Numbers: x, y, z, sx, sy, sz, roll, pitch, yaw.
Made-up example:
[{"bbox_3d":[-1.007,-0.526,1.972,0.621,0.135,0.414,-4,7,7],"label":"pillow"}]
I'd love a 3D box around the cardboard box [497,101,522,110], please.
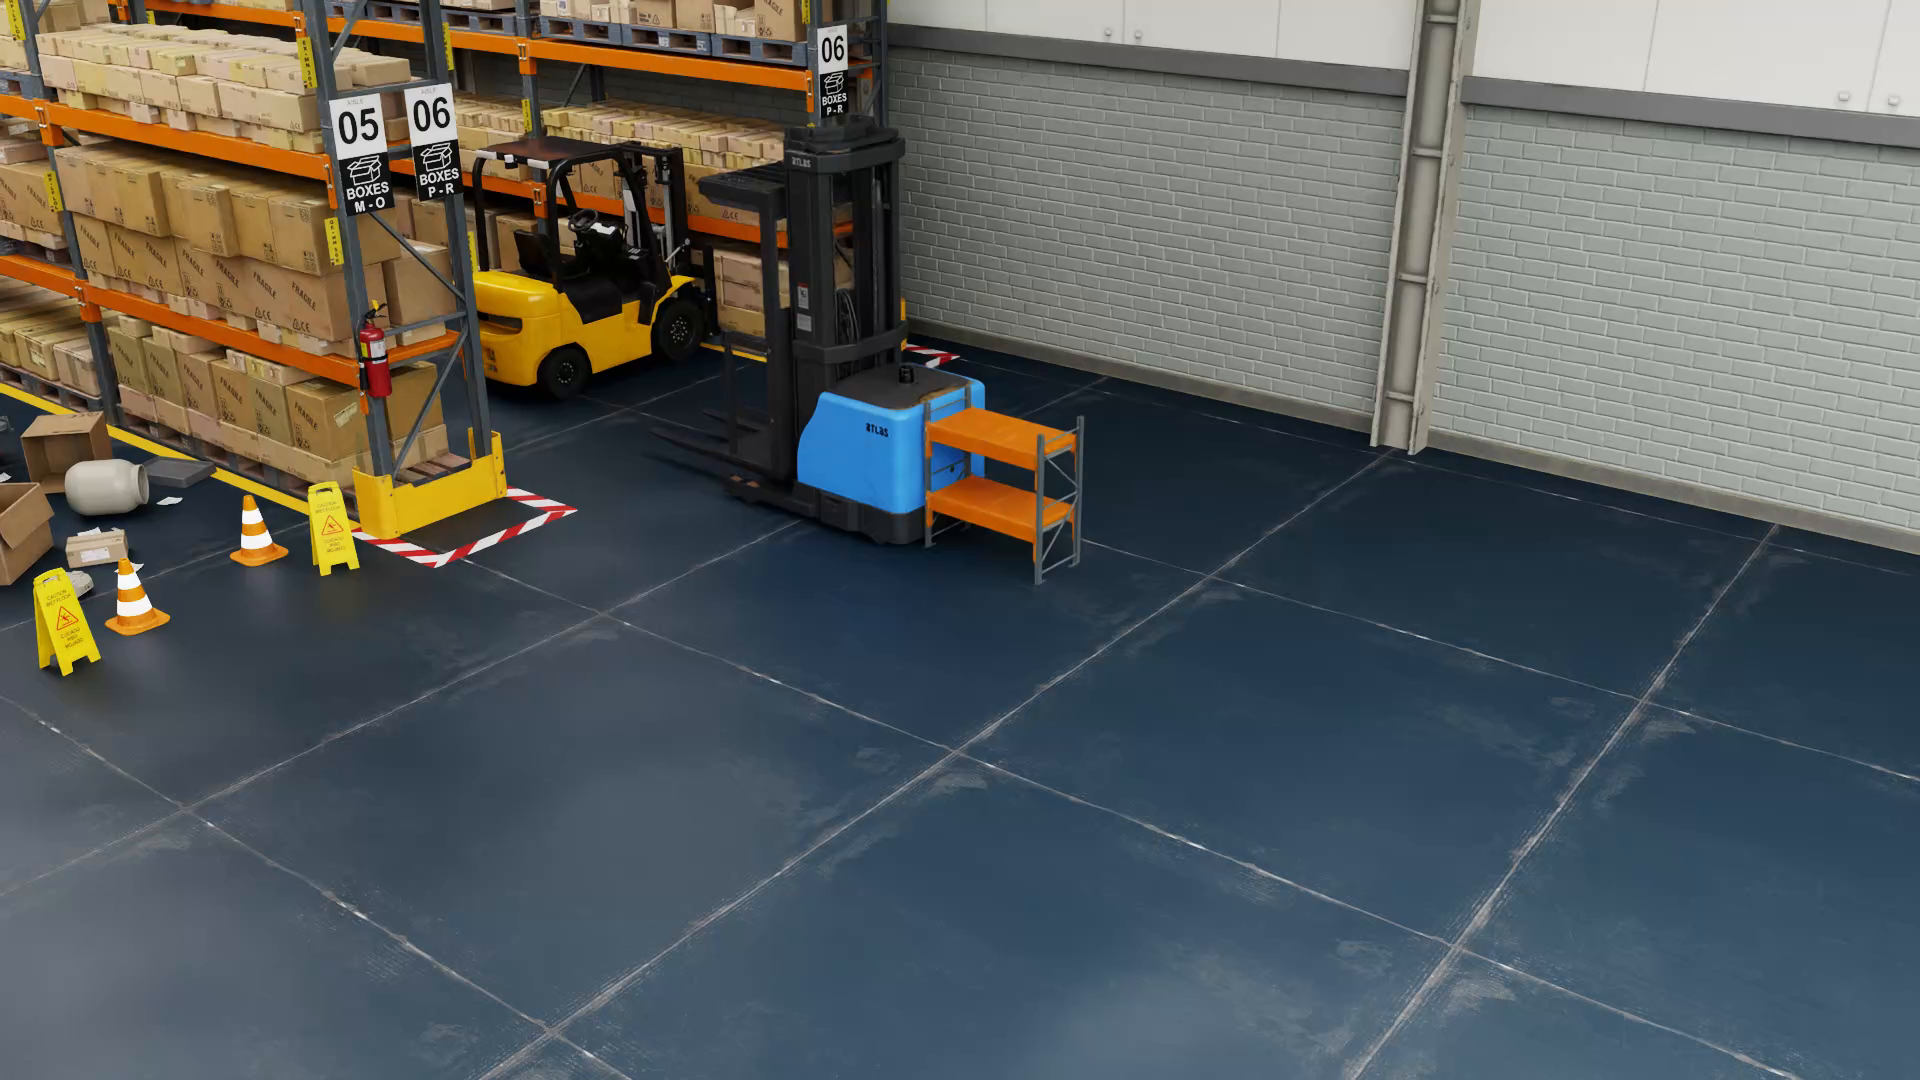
[{"bbox_3d":[-4.979,-4.839,18.734,0.250,0.149,0.380,16,29,33],"label":"cardboard box"}]

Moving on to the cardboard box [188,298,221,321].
[{"bbox_3d":[-5.905,-1.883,13.266,0.250,0.149,0.380,17,29,33],"label":"cardboard box"}]

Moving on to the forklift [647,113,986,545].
[{"bbox_3d":[-1.254,-1.777,12.799,3.031,2.935,1.130,18,30,36],"label":"forklift"}]

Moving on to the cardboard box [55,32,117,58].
[{"bbox_3d":[-6.920,-3.930,13.202,0.250,0.149,0.380,18,29,35],"label":"cardboard box"}]

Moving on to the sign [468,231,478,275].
[{"bbox_3d":[-3.675,-2.146,12.477,0.005,0.325,0.100,17,29,33],"label":"sign"}]

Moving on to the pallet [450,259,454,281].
[{"bbox_3d":[-5.821,-3.329,19.694,1.213,0.211,1.003,17,29,33],"label":"pallet"}]

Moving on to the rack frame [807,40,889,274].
[{"bbox_3d":[-1.027,-3.177,15.891,0.127,3.000,1.000,17,29,33],"label":"rack frame"}]

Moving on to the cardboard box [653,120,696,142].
[{"bbox_3d":[-2.862,-4.110,16.711,0.250,0.149,0.380,17,29,33],"label":"cardboard box"}]

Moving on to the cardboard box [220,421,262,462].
[{"bbox_3d":[-5.641,-0.870,13.544,0.500,0.250,0.500,16,28,31],"label":"cardboard box"}]

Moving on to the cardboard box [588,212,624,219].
[{"bbox_3d":[-3.718,-3.479,18.226,0.500,0.250,0.500,17,29,34],"label":"cardboard box"}]

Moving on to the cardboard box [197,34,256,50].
[{"bbox_3d":[-5.738,-3.866,13.058,0.250,0.149,0.380,17,29,34],"label":"cardboard box"}]

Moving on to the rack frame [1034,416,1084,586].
[{"bbox_3d":[0.694,-0.271,11.622,0.032,1.125,0.500,18,30,36],"label":"rack frame"}]

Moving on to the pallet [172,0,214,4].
[{"bbox_3d":[-9.317,-6.935,20.934,1.003,0.211,1.213,17,29,33],"label":"pallet"}]

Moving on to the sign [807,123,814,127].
[{"bbox_3d":[-1.363,-3.644,15.220,0.005,0.325,0.100,17,29,33],"label":"sign"}]

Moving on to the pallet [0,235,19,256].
[{"bbox_3d":[-8.794,-2.956,15.627,1.213,0.211,1.003,17,29,33],"label":"pallet"}]

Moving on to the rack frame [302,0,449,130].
[{"bbox_3d":[-4.001,-4.320,11.045,0.127,3.000,1.000,17,29,33],"label":"rack frame"}]

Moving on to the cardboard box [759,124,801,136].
[{"bbox_3d":[-1.765,-4.004,16.471,0.250,0.149,0.380,17,29,34],"label":"cardboard box"}]

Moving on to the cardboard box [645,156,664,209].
[{"bbox_3d":[-2.807,-3.627,16.789,0.500,0.500,0.500,17,29,34],"label":"cardboard box"}]

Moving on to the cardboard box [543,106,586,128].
[{"bbox_3d":[-4.150,-4.450,17.483,0.250,0.149,0.380,18,29,34],"label":"cardboard box"}]

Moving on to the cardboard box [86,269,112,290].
[{"bbox_3d":[-7.142,-2.247,14.093,0.250,0.149,0.380,17,29,33],"label":"cardboard box"}]

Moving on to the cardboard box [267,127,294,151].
[{"bbox_3d":[-4.673,-2.878,11.804,0.250,0.149,0.380,17,29,34],"label":"cardboard box"}]

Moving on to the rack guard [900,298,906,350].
[{"bbox_3d":[-1.007,-2.027,16.382,0.348,0.500,1.175,17,29,33],"label":"rack guard"}]

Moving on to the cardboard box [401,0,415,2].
[{"bbox_3d":[-5.907,-5.994,18.232,0.250,0.149,0.380,16,29,33],"label":"cardboard box"}]

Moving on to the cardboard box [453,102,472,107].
[{"bbox_3d":[-5.674,-4.797,18.640,0.250,0.149,0.380,17,29,34],"label":"cardboard box"}]

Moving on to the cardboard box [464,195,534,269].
[{"bbox_3d":[-5.268,-3.562,19.190,0.625,0.625,0.875,16,29,33],"label":"cardboard box"}]

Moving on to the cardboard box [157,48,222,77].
[{"bbox_3d":[-5.696,-3.544,12.326,0.250,0.149,0.380,18,29,35],"label":"cardboard box"}]

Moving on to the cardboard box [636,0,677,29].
[{"bbox_3d":[-2.732,-5.297,16.210,0.637,0.503,0.797,18,29,35],"label":"cardboard box"}]

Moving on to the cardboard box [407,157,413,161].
[{"bbox_3d":[-5.990,-4.485,19.046,0.500,0.250,0.500,18,29,35],"label":"cardboard box"}]

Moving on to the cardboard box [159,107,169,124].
[{"bbox_3d":[-5.864,-3.271,12.696,0.250,0.149,0.380,17,29,34],"label":"cardboard box"}]

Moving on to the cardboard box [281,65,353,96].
[{"bbox_3d":[-4.448,-3.184,11.509,0.250,0.149,0.380,17,29,34],"label":"cardboard box"}]

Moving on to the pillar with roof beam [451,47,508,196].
[{"bbox_3d":[-8.426,-6.443,15.864,0.400,9.000,9.100,17,29,33],"label":"pillar with roof beam"}]

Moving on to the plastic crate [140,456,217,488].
[{"bbox_3d":[-6.437,-0.562,13.576,0.583,0.080,0.402,7,25,15],"label":"plastic crate"}]

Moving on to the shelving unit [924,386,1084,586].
[{"bbox_3d":[0.302,-0.402,11.919,1.048,1.125,0.538,18,30,36],"label":"shelving unit"}]

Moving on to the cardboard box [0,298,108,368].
[{"bbox_3d":[-8.757,-1.998,15.953,0.625,0.372,0.950,18,29,35],"label":"cardboard box"}]

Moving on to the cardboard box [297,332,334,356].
[{"bbox_3d":[-4.697,-1.507,12.411,0.250,0.149,0.380,16,29,33],"label":"cardboard box"}]

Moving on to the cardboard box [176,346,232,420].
[{"bbox_3d":[-6.042,-1.338,13.676,0.500,0.500,0.500,19,30,36],"label":"cardboard box"}]

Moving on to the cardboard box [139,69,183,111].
[{"bbox_3d":[-5.797,-3.419,12.537,0.500,0.250,0.500,17,29,34],"label":"cardboard box"}]

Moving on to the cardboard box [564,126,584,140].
[{"bbox_3d":[-3.922,-4.263,17.427,0.250,0.149,0.380,18,29,34],"label":"cardboard box"}]

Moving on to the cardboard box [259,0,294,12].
[{"bbox_3d":[-7.984,-6.461,19.811,0.500,0.250,0.500,16,28,32],"label":"cardboard box"}]

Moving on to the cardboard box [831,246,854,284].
[{"bbox_3d":[-1.298,-2.746,16.562,0.500,0.250,0.500,16,29,33],"label":"cardboard box"}]

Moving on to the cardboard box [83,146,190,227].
[{"bbox_3d":[-6.584,-2.874,13.471,0.500,0.500,0.700,17,29,34],"label":"cardboard box"}]

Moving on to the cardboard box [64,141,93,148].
[{"bbox_3d":[-8.193,-3.367,15.308,0.500,0.500,0.500,17,29,33],"label":"cardboard box"}]

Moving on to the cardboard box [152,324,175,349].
[{"bbox_3d":[-6.415,-1.713,13.723,0.250,0.149,0.380,18,30,35],"label":"cardboard box"}]

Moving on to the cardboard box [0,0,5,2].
[{"bbox_3d":[-8.571,-4.606,14.458,0.500,0.250,0.500,17,29,34],"label":"cardboard box"}]

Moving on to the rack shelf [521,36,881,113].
[{"bbox_3d":[-2.627,-4.704,16.529,4.000,0.370,1.077,17,29,33],"label":"rack shelf"}]

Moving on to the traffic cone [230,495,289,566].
[{"bbox_3d":[-5.118,-0.102,12.057,0.334,0.463,0.336,17,29,33],"label":"traffic cone"}]

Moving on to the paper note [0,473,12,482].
[{"bbox_3d":[-7.800,-0.505,13.508,0.142,0.019,0.148,17,29,33],"label":"paper note"}]

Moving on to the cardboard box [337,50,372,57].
[{"bbox_3d":[-4.537,-3.485,12.193,0.250,0.149,0.380,17,29,33],"label":"cardboard box"}]

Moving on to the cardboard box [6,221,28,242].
[{"bbox_3d":[-8.207,-2.775,14.769,0.250,0.149,0.380,16,29,32],"label":"cardboard box"}]

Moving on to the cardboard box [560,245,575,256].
[{"bbox_3d":[-4.025,-3.090,17.964,0.500,0.250,0.500,17,29,33],"label":"cardboard box"}]

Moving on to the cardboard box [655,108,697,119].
[{"bbox_3d":[-2.962,-4.400,17.370,0.250,0.149,0.380,16,29,32],"label":"cardboard box"}]

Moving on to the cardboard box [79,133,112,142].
[{"bbox_3d":[-12.373,-5.537,23.826,0.500,0.500,0.500,17,29,34],"label":"cardboard box"}]

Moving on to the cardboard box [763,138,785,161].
[{"bbox_3d":[-1.656,-3.724,15.835,0.250,0.149,0.380,17,29,33],"label":"cardboard box"}]

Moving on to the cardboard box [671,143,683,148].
[{"bbox_3d":[-2.659,-3.905,16.614,0.250,0.149,0.380,17,29,33],"label":"cardboard box"}]

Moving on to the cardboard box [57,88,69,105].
[{"bbox_3d":[-7.098,-3.644,13.541,0.250,0.149,0.380,16,29,33],"label":"cardboard box"}]

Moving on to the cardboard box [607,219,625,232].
[{"bbox_3d":[-3.625,-3.191,17.571,0.500,0.250,0.500,17,29,33],"label":"cardboard box"}]

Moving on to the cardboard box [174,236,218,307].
[{"bbox_3d":[-5.791,-2.172,13.118,0.500,0.500,0.500,17,29,34],"label":"cardboard box"}]
